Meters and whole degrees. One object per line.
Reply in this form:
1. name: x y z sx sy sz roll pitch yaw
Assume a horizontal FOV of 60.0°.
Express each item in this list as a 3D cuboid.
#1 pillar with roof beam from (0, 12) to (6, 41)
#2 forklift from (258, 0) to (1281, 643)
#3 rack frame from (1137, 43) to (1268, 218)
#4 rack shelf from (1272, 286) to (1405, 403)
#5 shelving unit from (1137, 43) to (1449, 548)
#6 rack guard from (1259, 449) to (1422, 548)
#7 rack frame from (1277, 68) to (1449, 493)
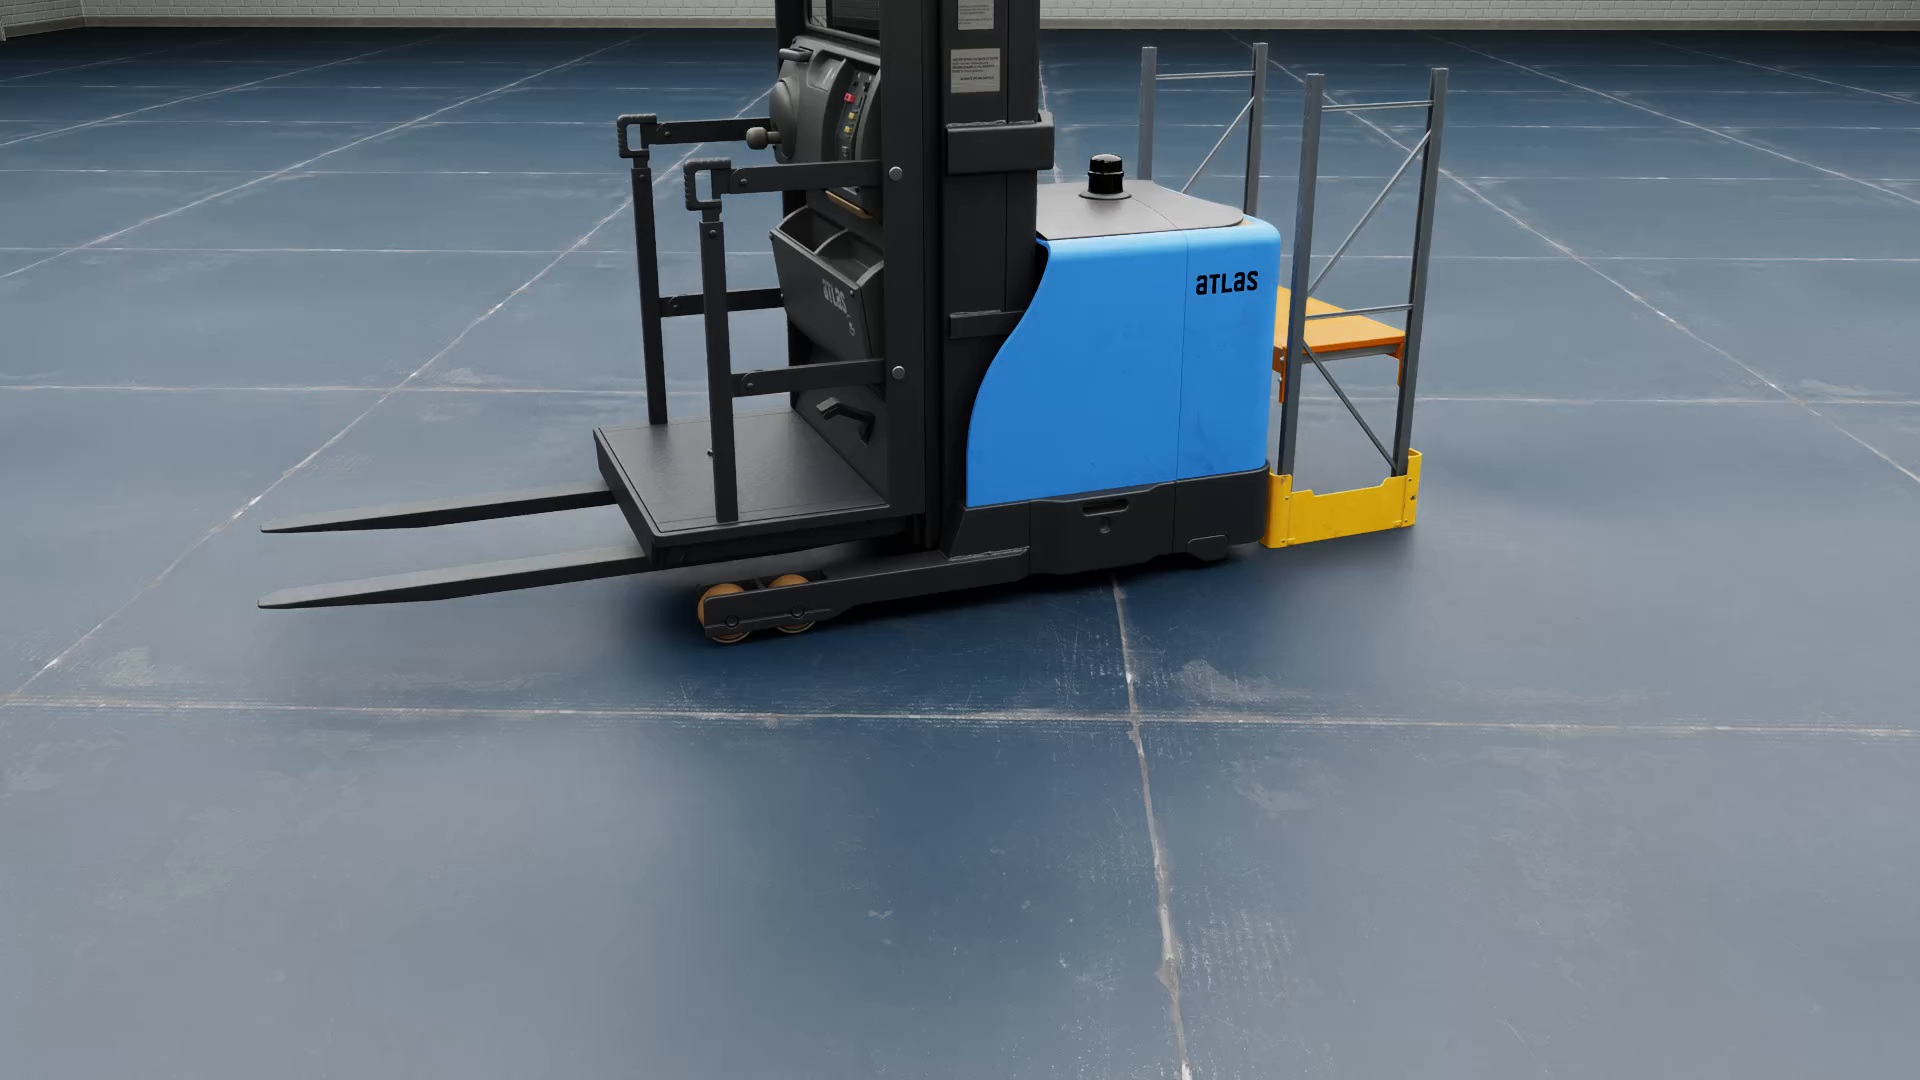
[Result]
1. pillar with roof beam: -9.910 -11.442 22.577 9.100 9.000 0.400 1 21 2
2. forklift: -0.582 -1.287 4.793 3.031 2.935 1.130 -8 23 -19
3. rack frame: 0.875 -1.063 6.194 0.500 1.500 0.032 -9 23 -21
4. rack shelf: 1.073 -0.726 5.823 0.538 0.185 1.000 -9 23 -21
5. shelving unit: 1.077 -0.891 5.750 0.587 1.500 1.083 -9 23 -21
6. rack guard: 1.270 -0.142 5.549 0.587 0.250 0.087 -9 23 -21
7. rack frame: 1.271 -0.724 5.322 0.500 1.500 0.032 -9 23 -21
